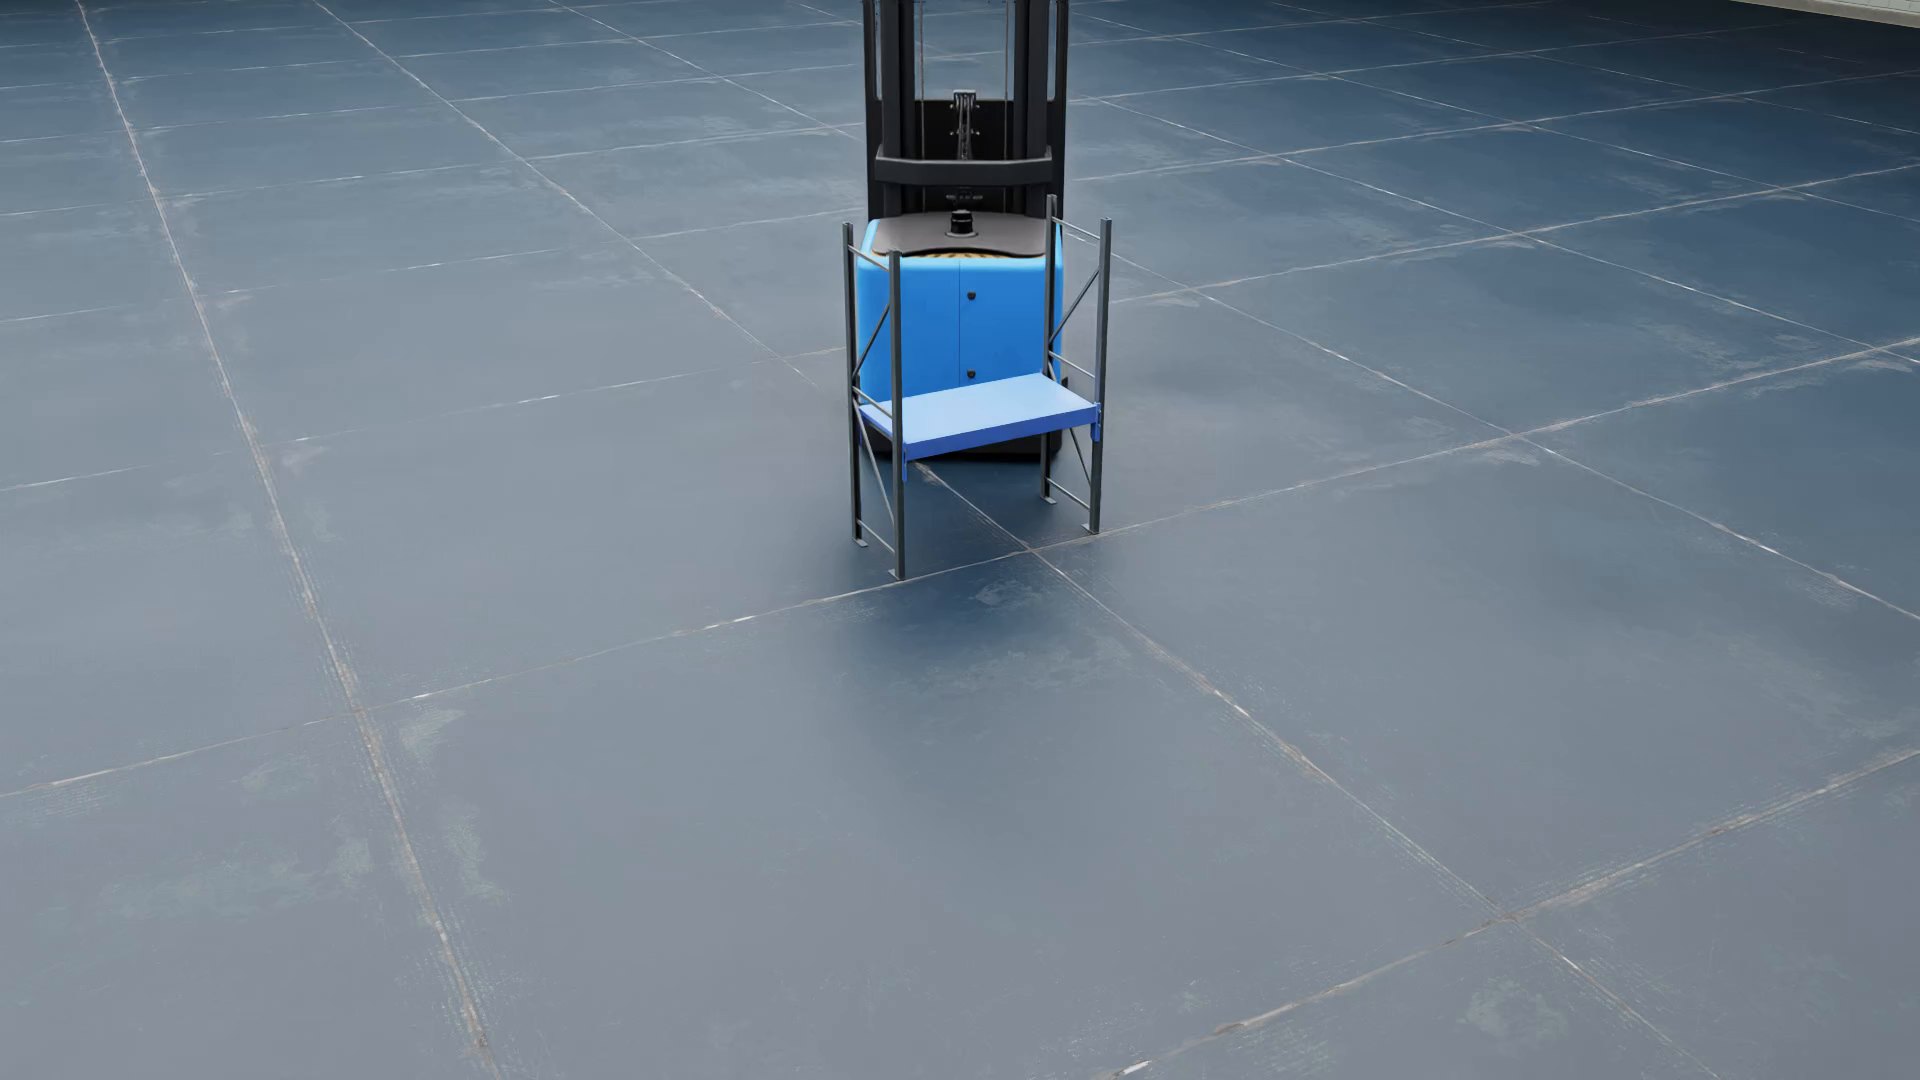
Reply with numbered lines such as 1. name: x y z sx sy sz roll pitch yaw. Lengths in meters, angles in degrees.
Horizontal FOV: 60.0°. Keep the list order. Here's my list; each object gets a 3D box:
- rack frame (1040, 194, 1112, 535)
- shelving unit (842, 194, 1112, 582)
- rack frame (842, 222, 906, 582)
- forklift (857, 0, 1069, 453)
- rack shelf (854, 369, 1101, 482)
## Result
1. rack frame: 0.524 -0.797 7.677 0.032 1.500 0.500 -13 29 -25
2. shelving unit: 0.075 -0.693 7.462 1.048 1.500 0.538 -13 29 -25
3. rack frame: -0.373 -0.590 7.246 0.032 1.500 0.500 -13 29 -25
4. forklift: 0.038 -2.359 9.276 1.130 2.935 3.031 1 26 1
5. rack shelf: 0.075 -0.531 7.539 1.000 0.185 0.538 -13 29 -25
